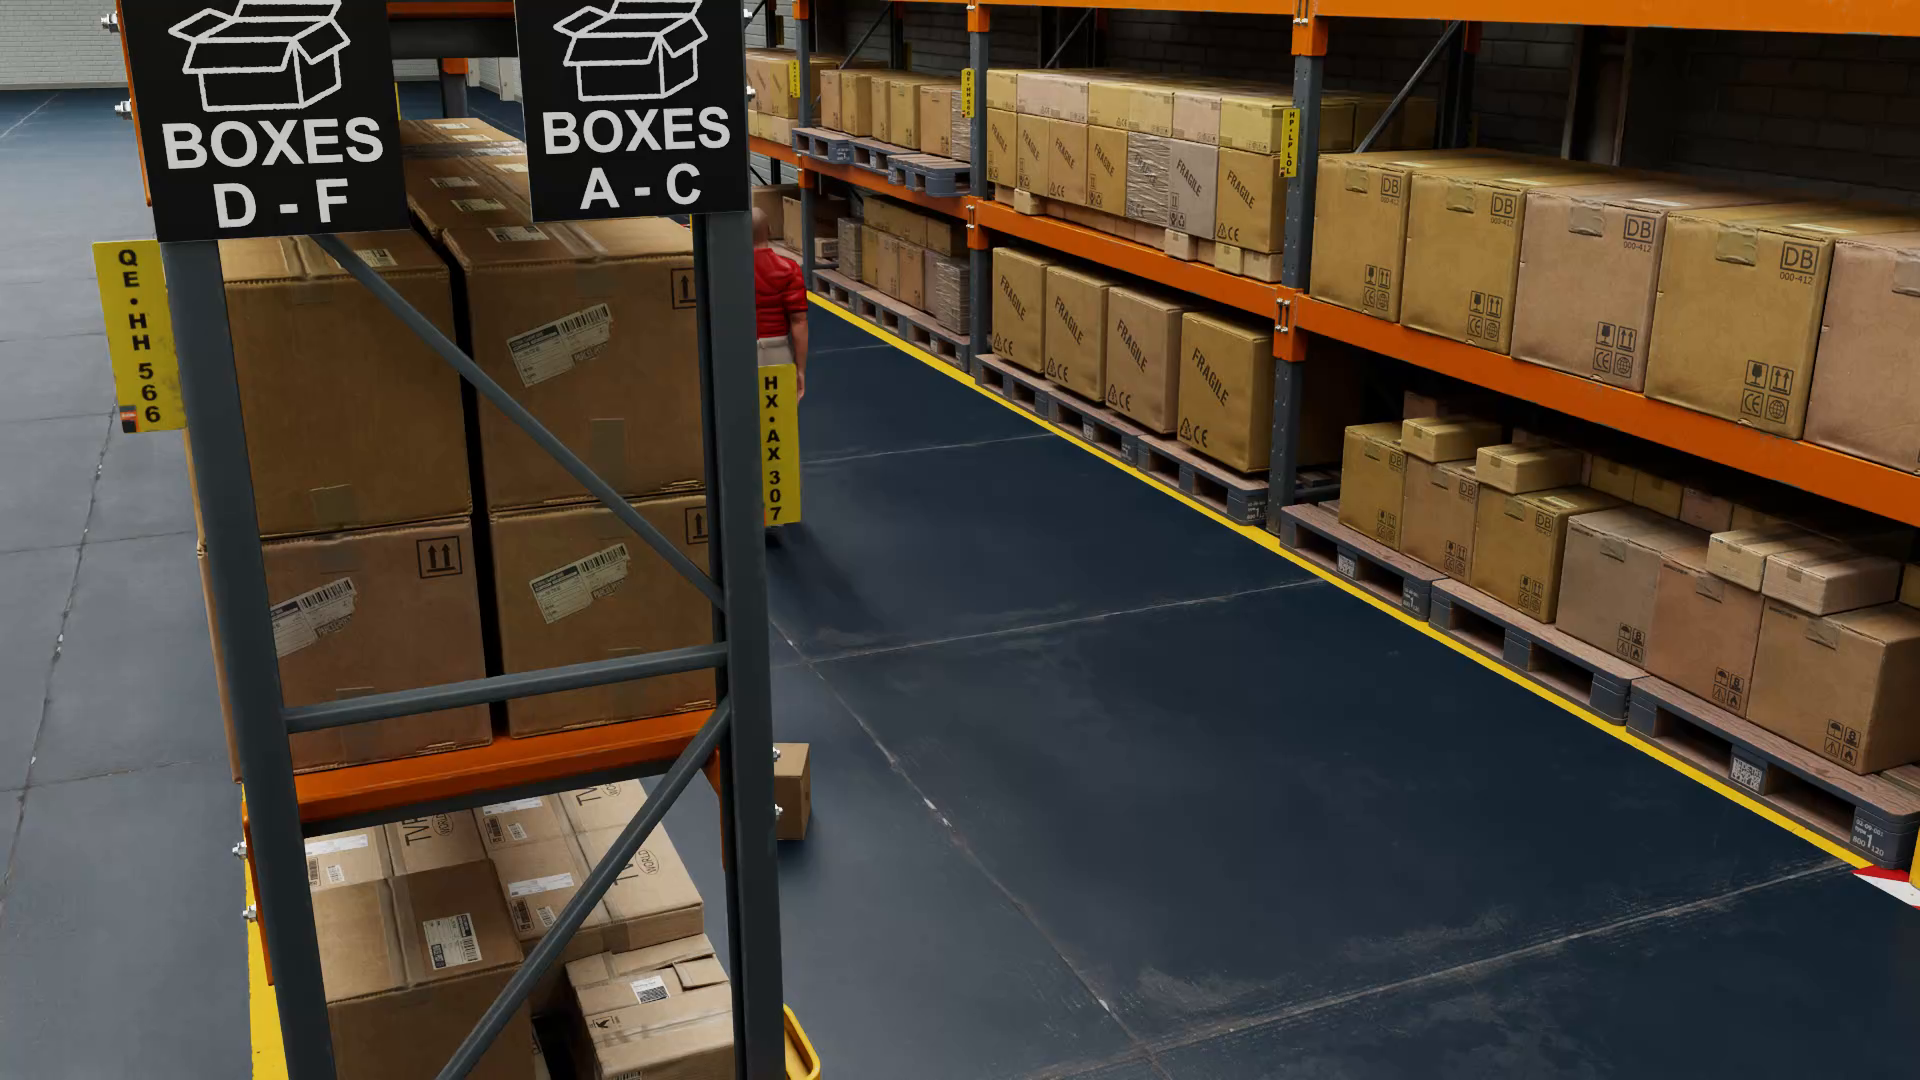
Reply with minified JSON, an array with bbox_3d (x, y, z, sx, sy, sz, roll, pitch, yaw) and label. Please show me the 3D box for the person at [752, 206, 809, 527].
[{"bbox_3d":[-1.112,-0.945,8.879,0.536,1.670,1.036,-8,20,-22],"label":"person"}]
